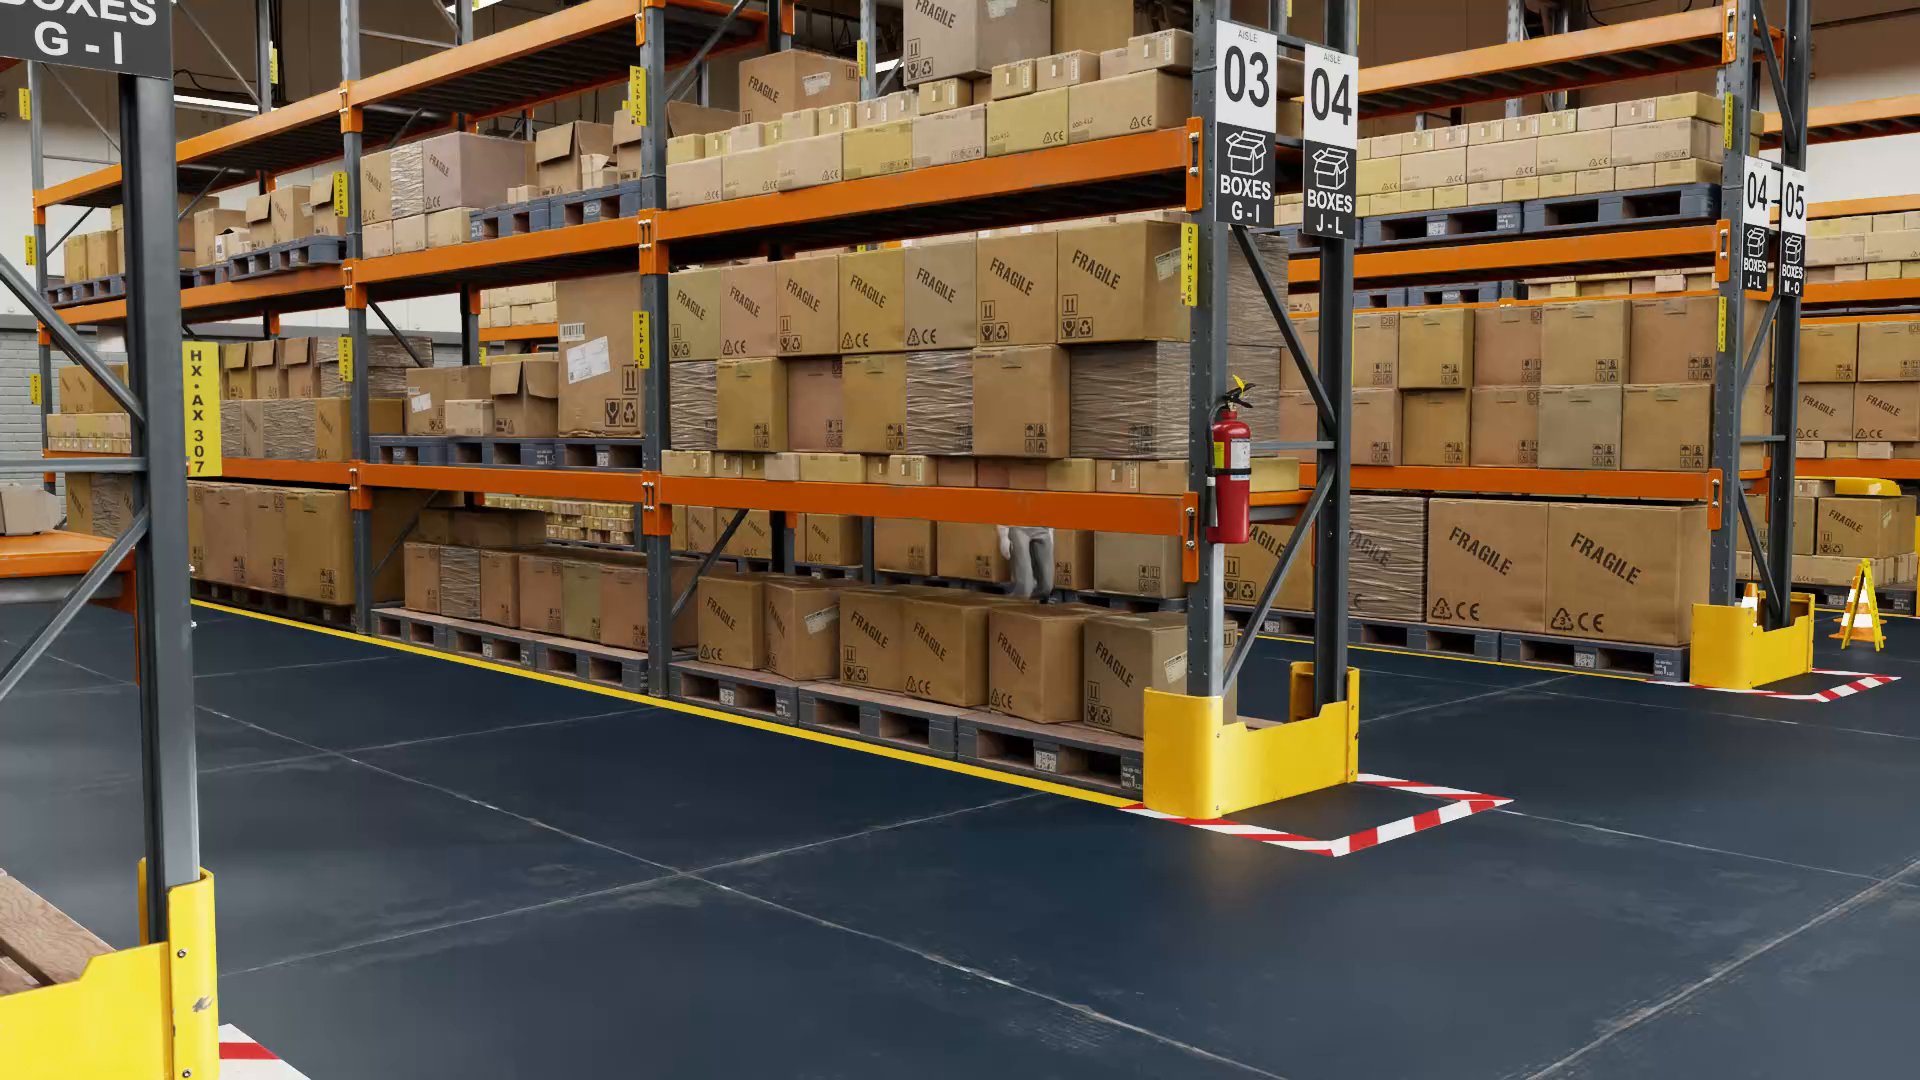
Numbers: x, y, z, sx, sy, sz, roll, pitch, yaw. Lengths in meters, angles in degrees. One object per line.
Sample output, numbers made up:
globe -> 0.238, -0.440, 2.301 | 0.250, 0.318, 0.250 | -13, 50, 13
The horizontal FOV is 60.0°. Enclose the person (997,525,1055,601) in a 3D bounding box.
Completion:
person -> 0.432, -0.065, 11.481 | 0.493, 1.669, 0.606 | -2, 5, -31
